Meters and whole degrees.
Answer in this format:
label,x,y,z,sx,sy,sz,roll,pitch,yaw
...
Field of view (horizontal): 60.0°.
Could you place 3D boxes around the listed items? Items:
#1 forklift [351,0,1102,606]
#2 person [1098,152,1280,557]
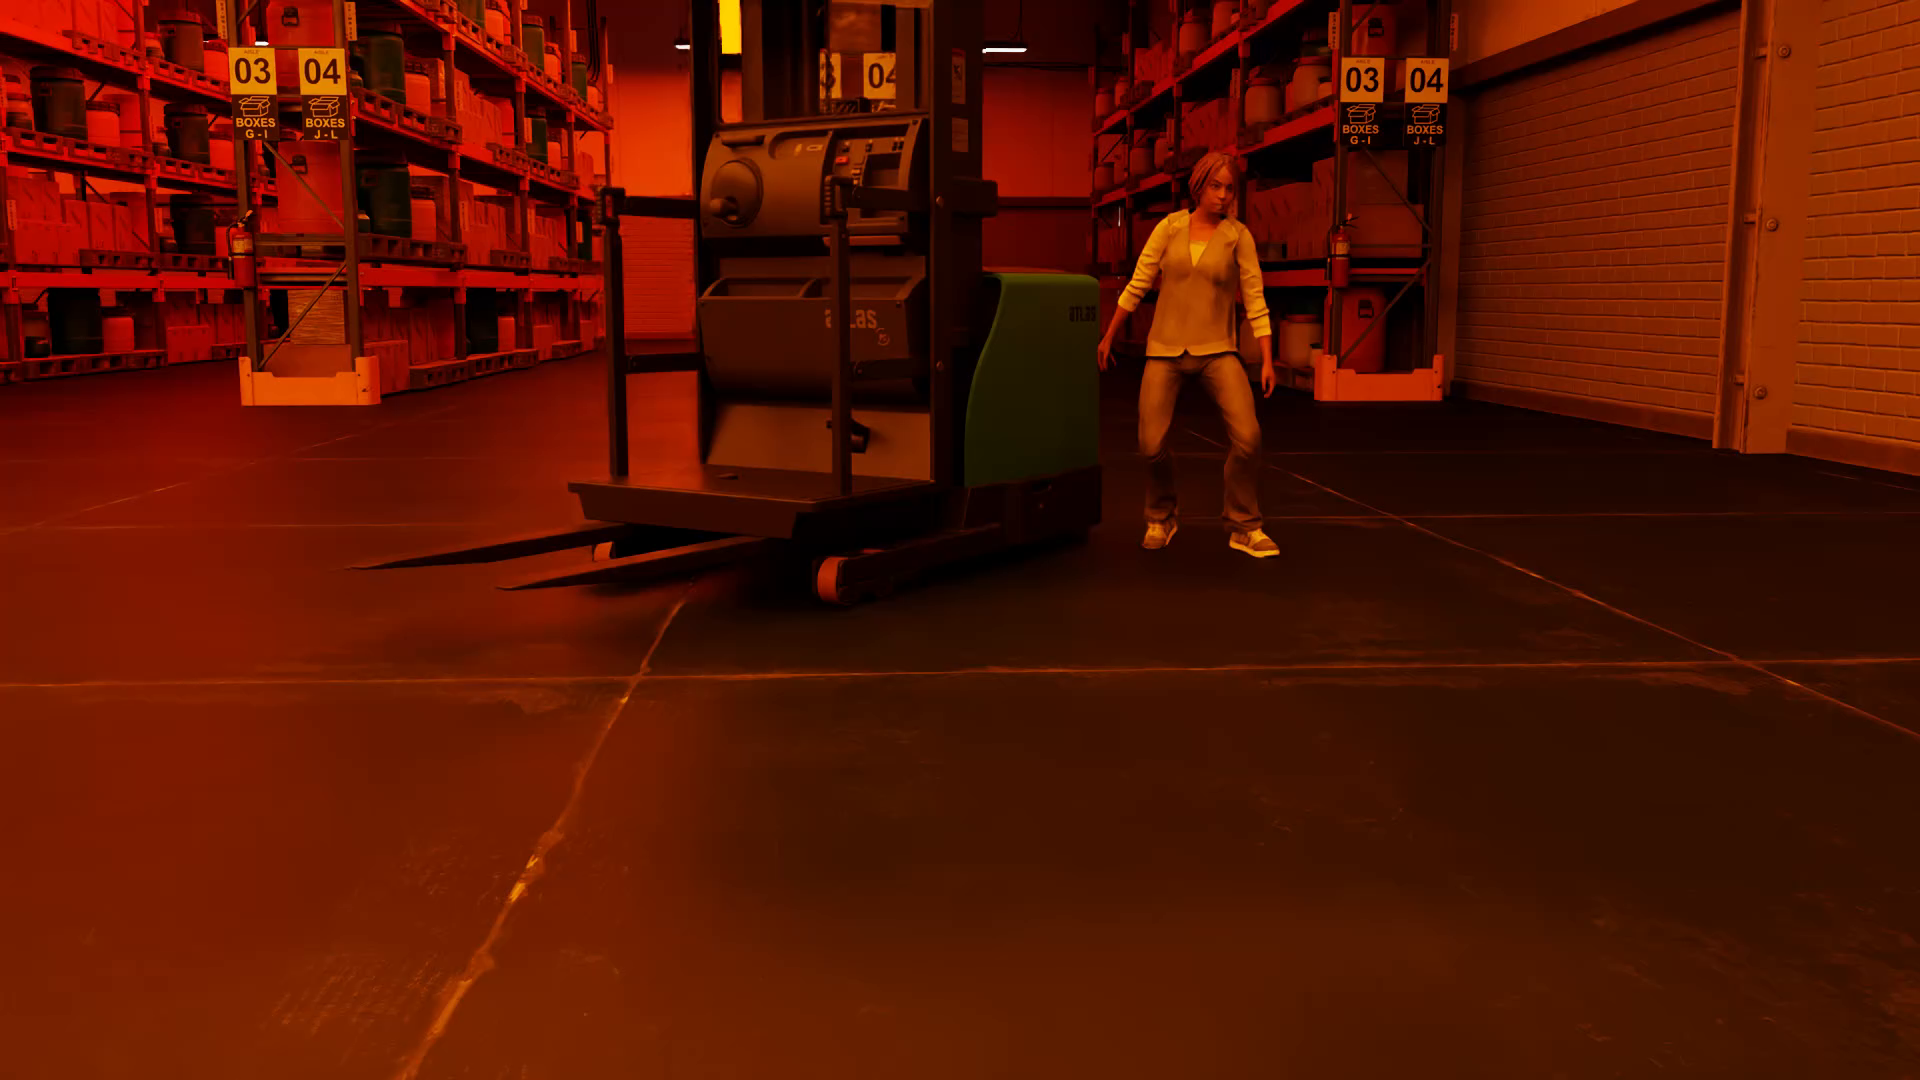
label,x,y,z,sx,sy,sz,roll,pitch,yaw
forklift,-0.648,-1.314,5.678,1.130,2.935,3.031,5,10,33
person,0.897,-0.706,6.464,0.745,1.551,0.445,3,9,16
